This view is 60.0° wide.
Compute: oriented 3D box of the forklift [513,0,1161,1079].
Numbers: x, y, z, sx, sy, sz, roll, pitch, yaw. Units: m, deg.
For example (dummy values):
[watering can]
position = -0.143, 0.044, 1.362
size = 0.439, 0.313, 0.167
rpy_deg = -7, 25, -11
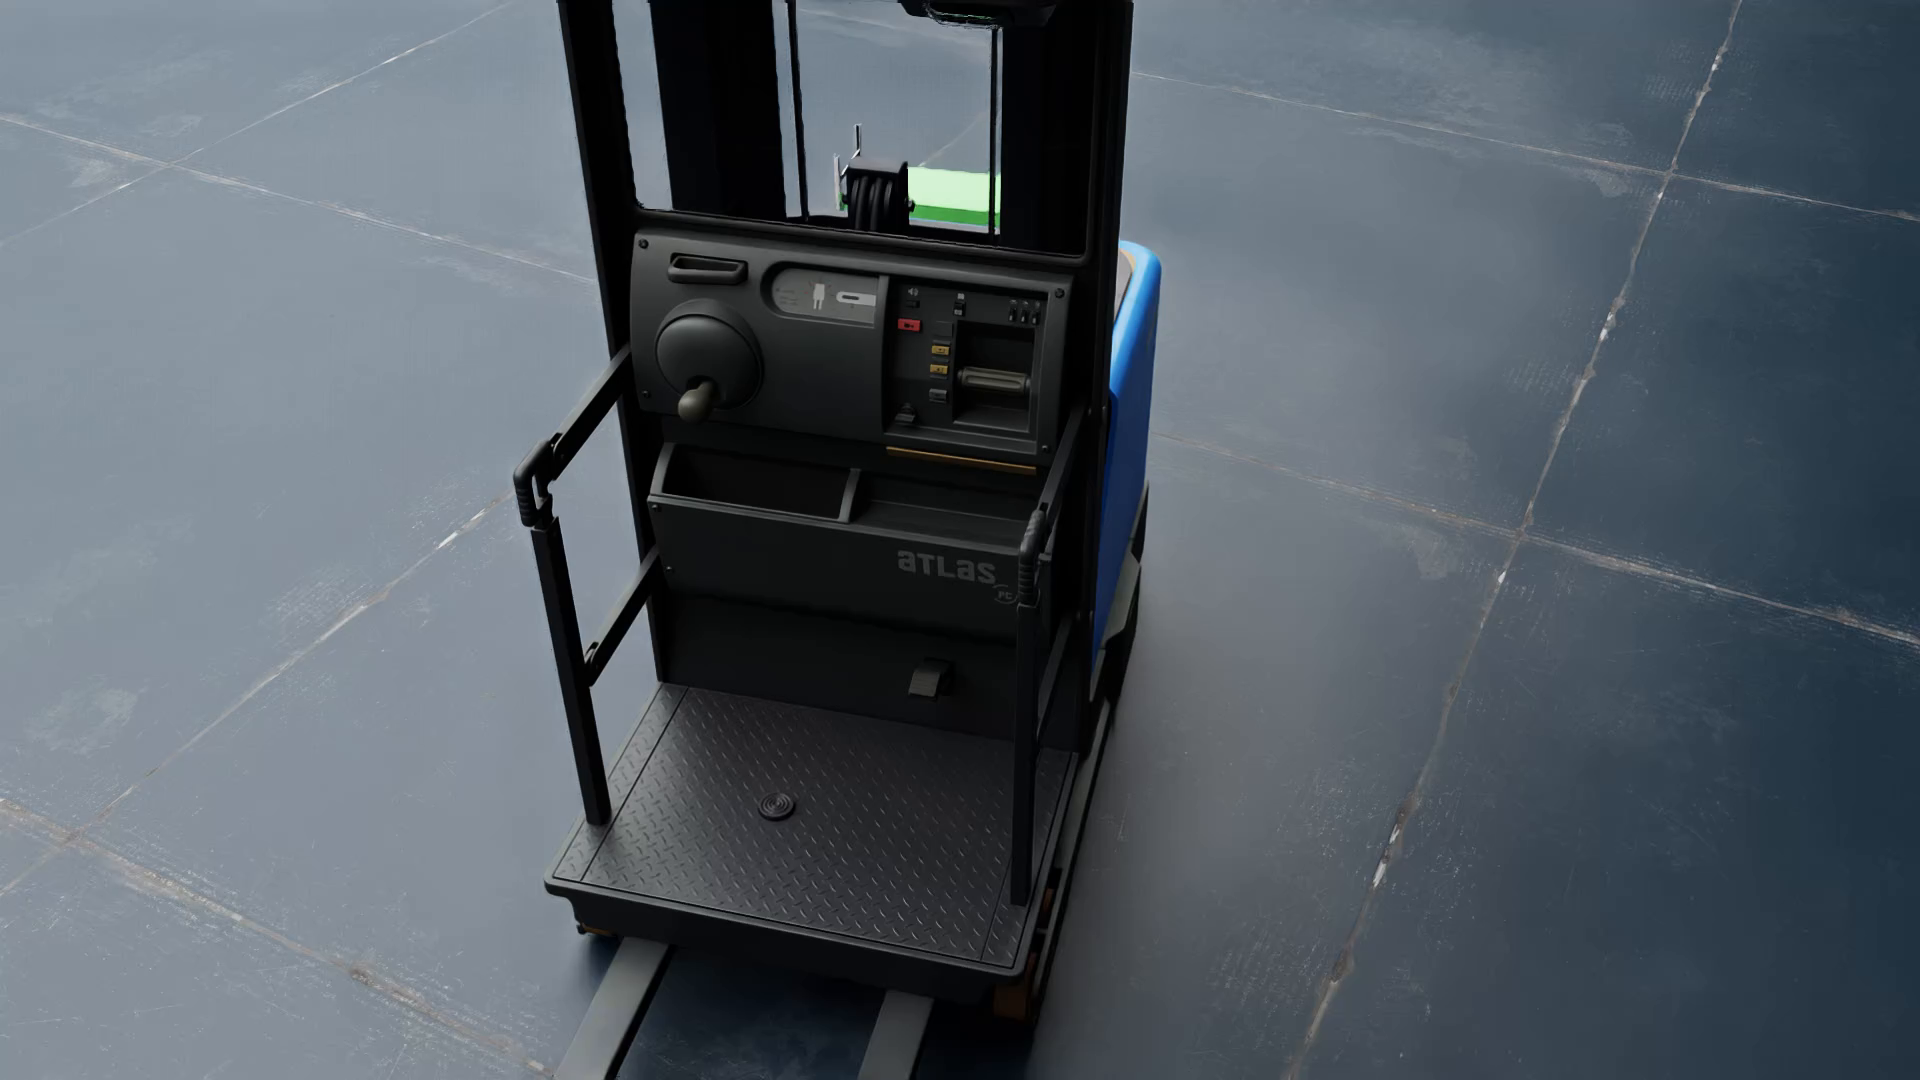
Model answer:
[forklift]
position = -0.286, -0.330, 3.260
size = 1.130, 2.935, 3.031
rpy_deg = 8, 38, 11

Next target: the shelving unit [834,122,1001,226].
[shelving unit]
position = -0.084, -0.643, 5.105
size = 0.503, 1.200, 0.258
rpy_deg = 8, 38, 11

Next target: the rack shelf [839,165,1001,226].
[rack shelf]
position = -0.084, -0.975, 4.854
size = 0.480, 0.148, 0.258
rpy_deg = 8, 38, 11

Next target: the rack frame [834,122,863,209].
[rack frame]
position = -0.322, -0.677, 5.150
size = 0.015, 1.200, 0.240
rpy_deg = 8, 38, 11
